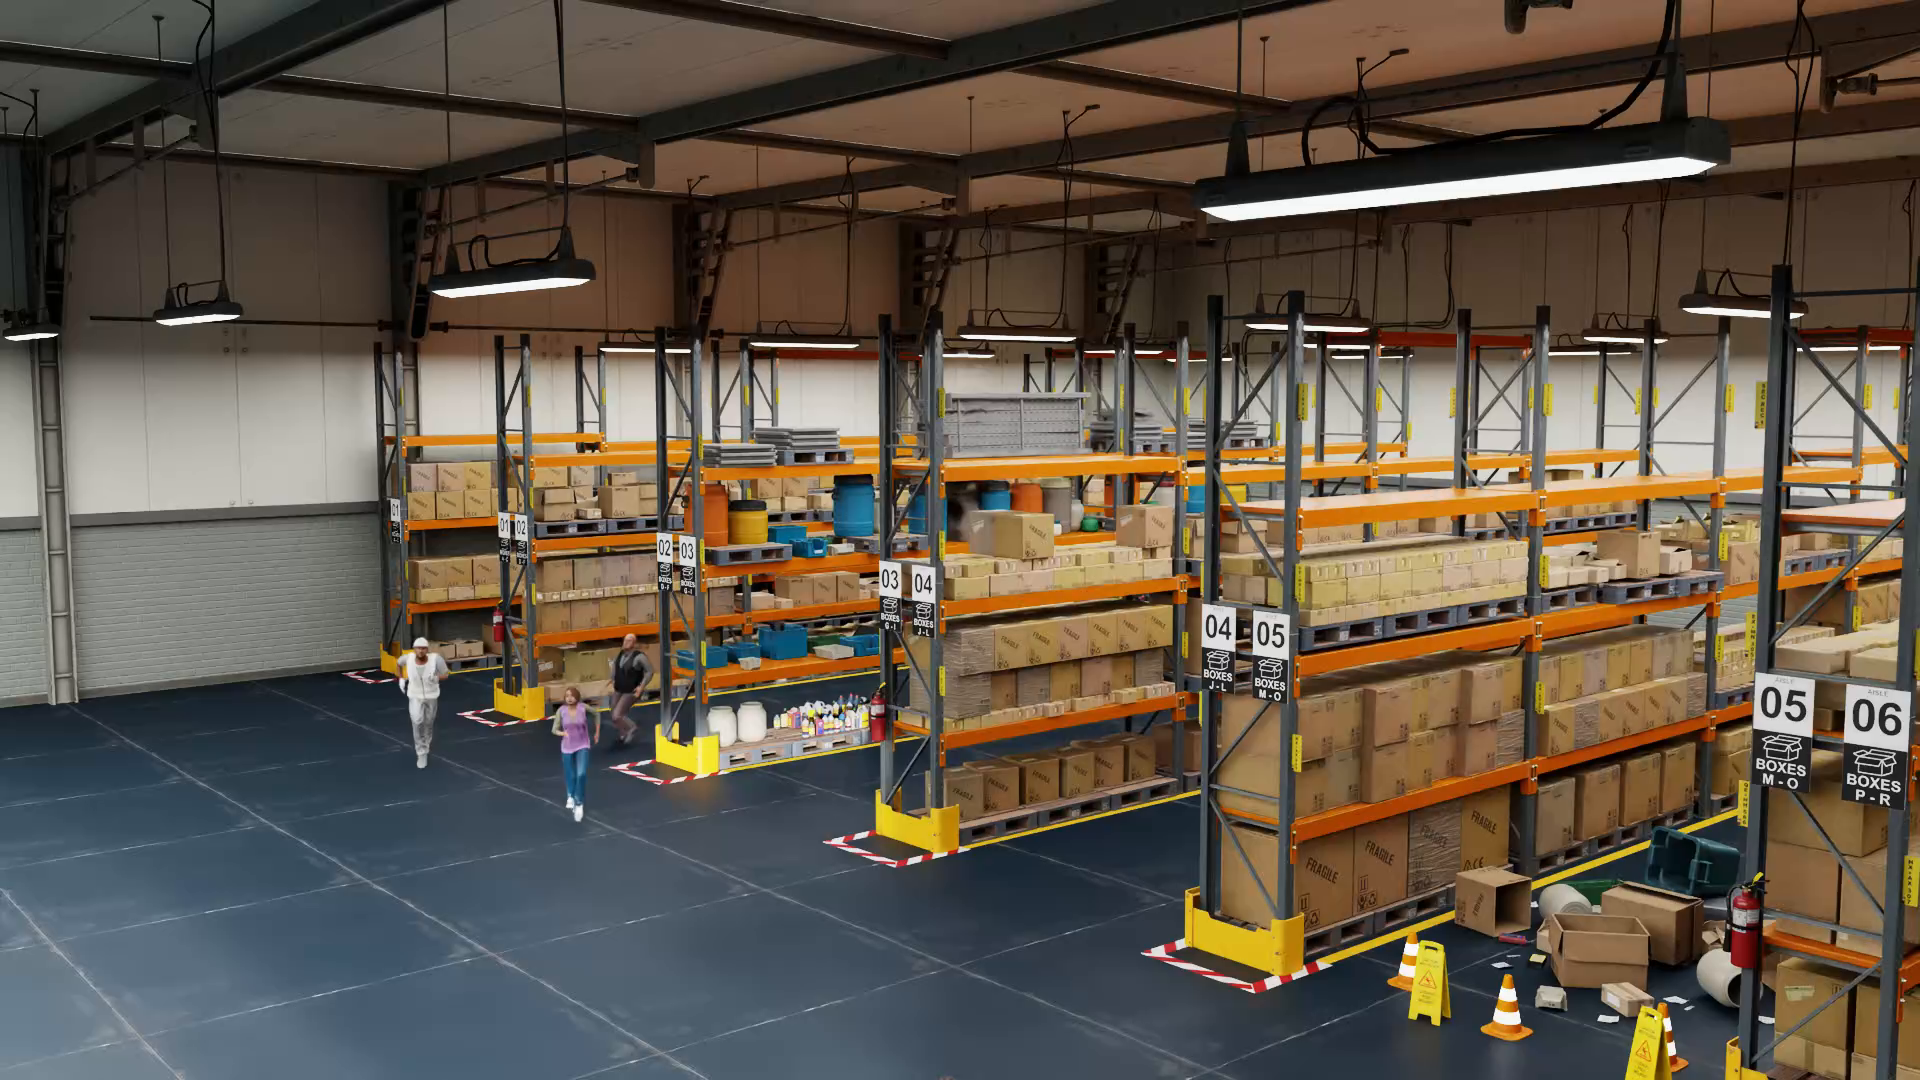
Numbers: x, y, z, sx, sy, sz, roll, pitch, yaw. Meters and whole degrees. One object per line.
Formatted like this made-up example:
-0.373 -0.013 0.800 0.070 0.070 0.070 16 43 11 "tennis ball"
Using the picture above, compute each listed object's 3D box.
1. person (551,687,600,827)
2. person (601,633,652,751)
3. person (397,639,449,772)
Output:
-4.602 2.565 19.950 0.548 1.627 0.848 -1 5 -7 "person"
-4.809 2.172 23.755 0.714 1.696 0.636 4 6 34 "person"
-7.391 2.208 22.927 0.683 1.779 1.122 -2 6 -20 "person"
